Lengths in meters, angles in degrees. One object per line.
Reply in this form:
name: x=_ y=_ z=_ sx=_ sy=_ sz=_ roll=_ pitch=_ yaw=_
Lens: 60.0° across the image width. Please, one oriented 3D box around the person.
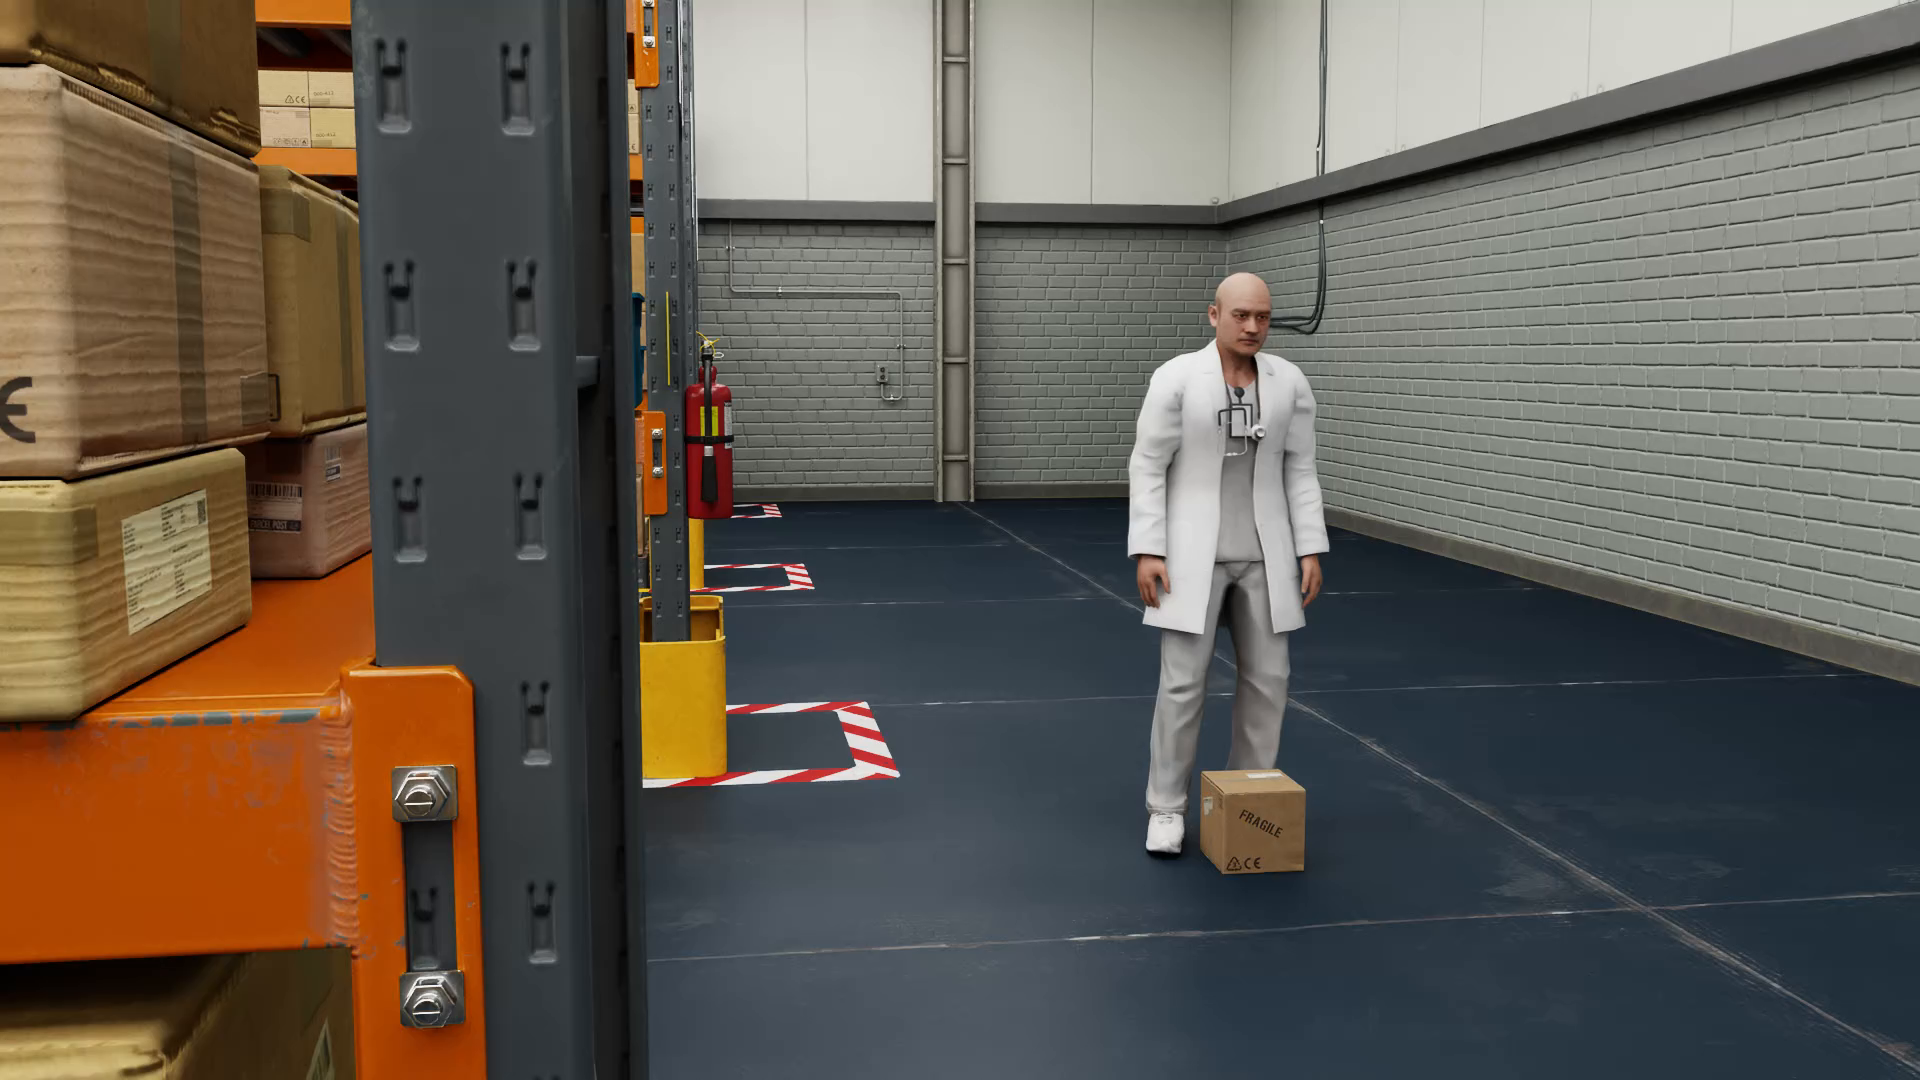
person: x=0.836 y=0.065 z=5.189 sx=0.643 sy=1.775 sz=0.423 roll=-1 pitch=6 yaw=-8
